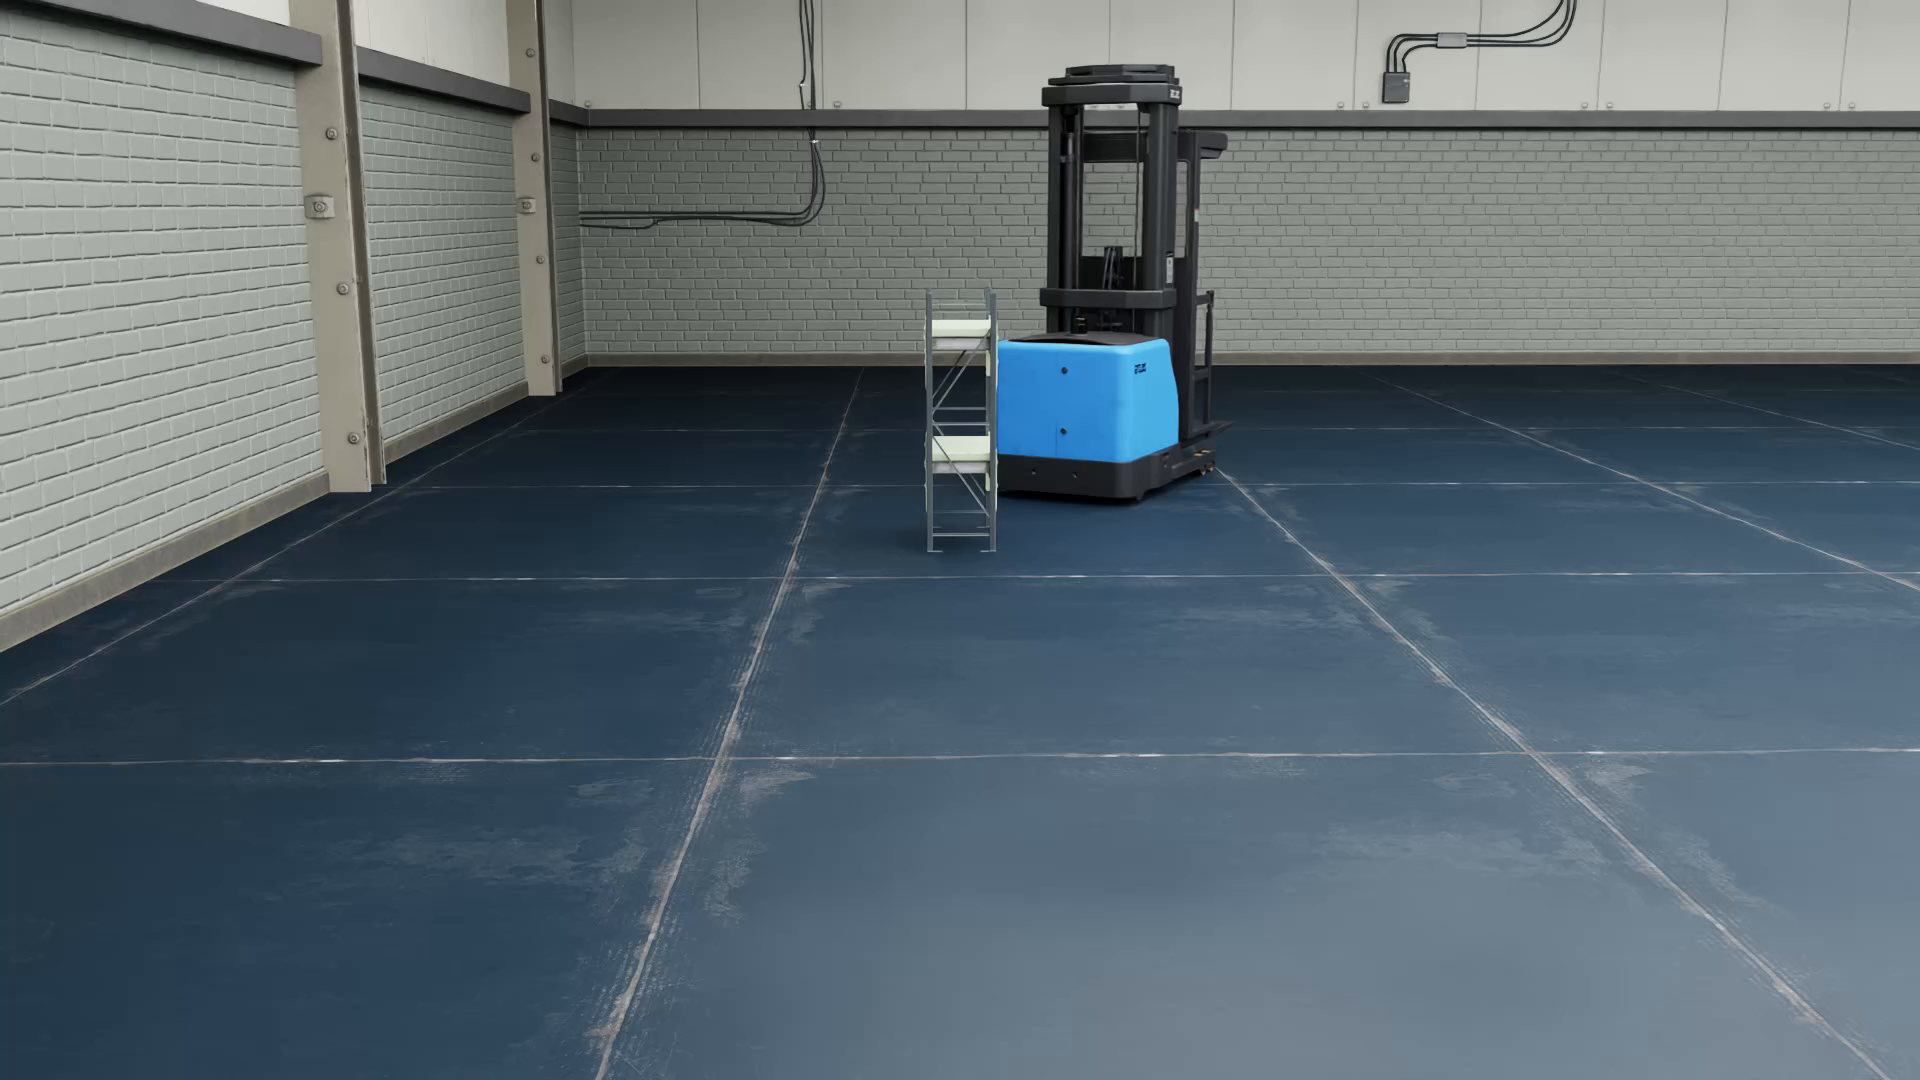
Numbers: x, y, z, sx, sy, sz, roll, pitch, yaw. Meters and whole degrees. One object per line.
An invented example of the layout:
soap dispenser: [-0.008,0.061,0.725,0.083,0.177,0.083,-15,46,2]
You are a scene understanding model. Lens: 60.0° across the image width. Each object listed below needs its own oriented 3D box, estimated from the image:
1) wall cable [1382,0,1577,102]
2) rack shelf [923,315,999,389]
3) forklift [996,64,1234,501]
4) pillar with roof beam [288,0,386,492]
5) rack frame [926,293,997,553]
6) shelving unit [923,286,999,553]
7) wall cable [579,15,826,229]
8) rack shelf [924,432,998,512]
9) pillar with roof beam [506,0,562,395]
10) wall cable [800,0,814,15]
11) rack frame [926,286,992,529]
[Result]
wall cable: [6.302,-8.273,19.653,2.305,6.003,0.169,0,11,-1]
rack shelf: [0.000,-1.119,9.839,0.431,0.370,0.720,0,11,-1]
forklift: [1.301,-1.953,12.314,1.130,2.935,3.031,5,13,25]
pillar with roof beam: [-0.022,-4.805,11.109,9.100,9.000,0.400,0,11,-1]
rack frame: [0.007,-0.664,9.558,0.400,1.500,0.023,0,11,-1]
shelving unit: [0.000,-0.736,9.917,0.431,1.500,0.755,0,11,-1]
wall cable: [-3.189,-5.049,20.123,3.097,2.526,0.112,0,11,-1]
rack shelf: [0.000,-0.417,9.981,0.431,0.370,0.720,0,11,-1]
pillar with roof beam: [-0.146,-5.997,16.988,9.100,9.000,0.400,0,11,-1]
wall cable: [-0.485,-7.535,19.676,3.097,2.526,0.112,0,11,-1]
rack frame: [-0.008,-0.809,10.275,0.400,1.500,0.023,0,11,-1]
